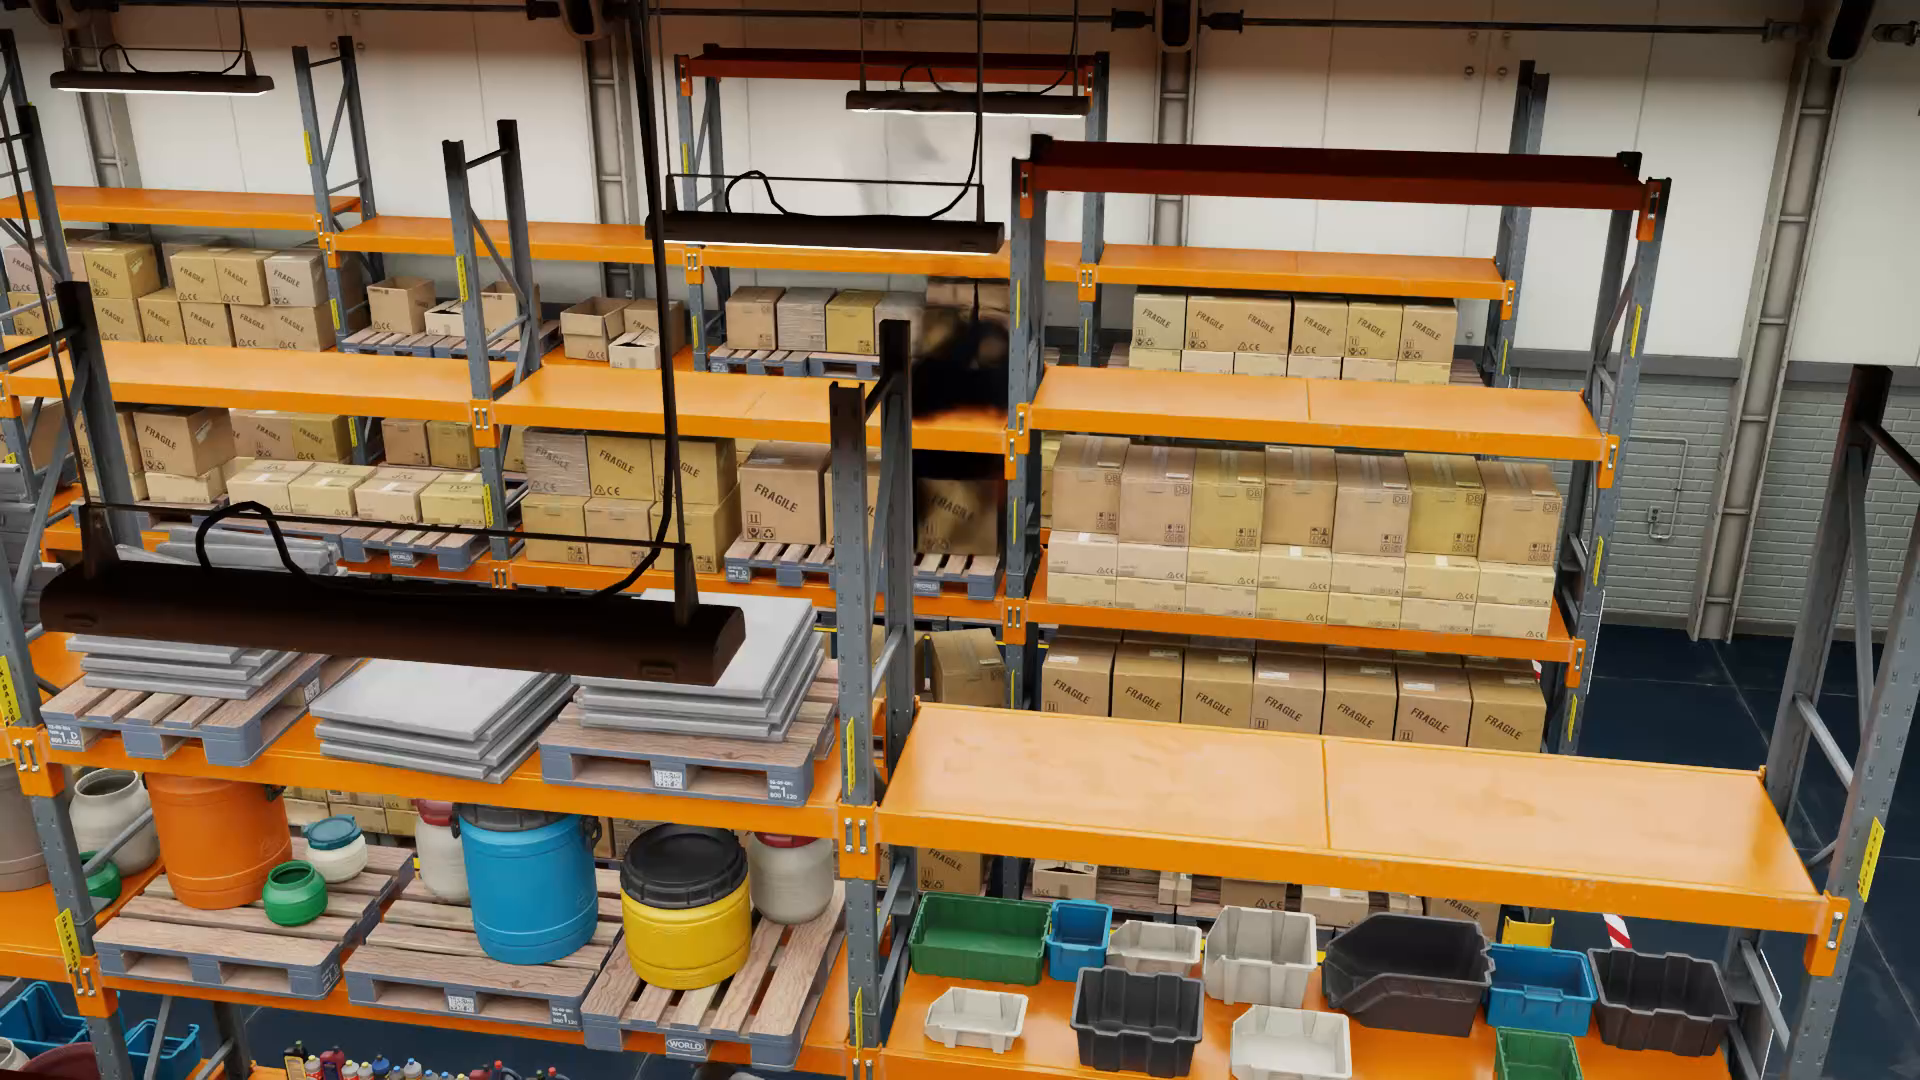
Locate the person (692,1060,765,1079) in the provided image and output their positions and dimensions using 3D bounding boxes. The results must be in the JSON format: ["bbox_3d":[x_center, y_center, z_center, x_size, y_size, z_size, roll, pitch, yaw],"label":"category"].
[{"bbox_3d":[-1.436,3.232,10.664,0.687,1.654,0.562,2,23,5],"label":"person"}]
